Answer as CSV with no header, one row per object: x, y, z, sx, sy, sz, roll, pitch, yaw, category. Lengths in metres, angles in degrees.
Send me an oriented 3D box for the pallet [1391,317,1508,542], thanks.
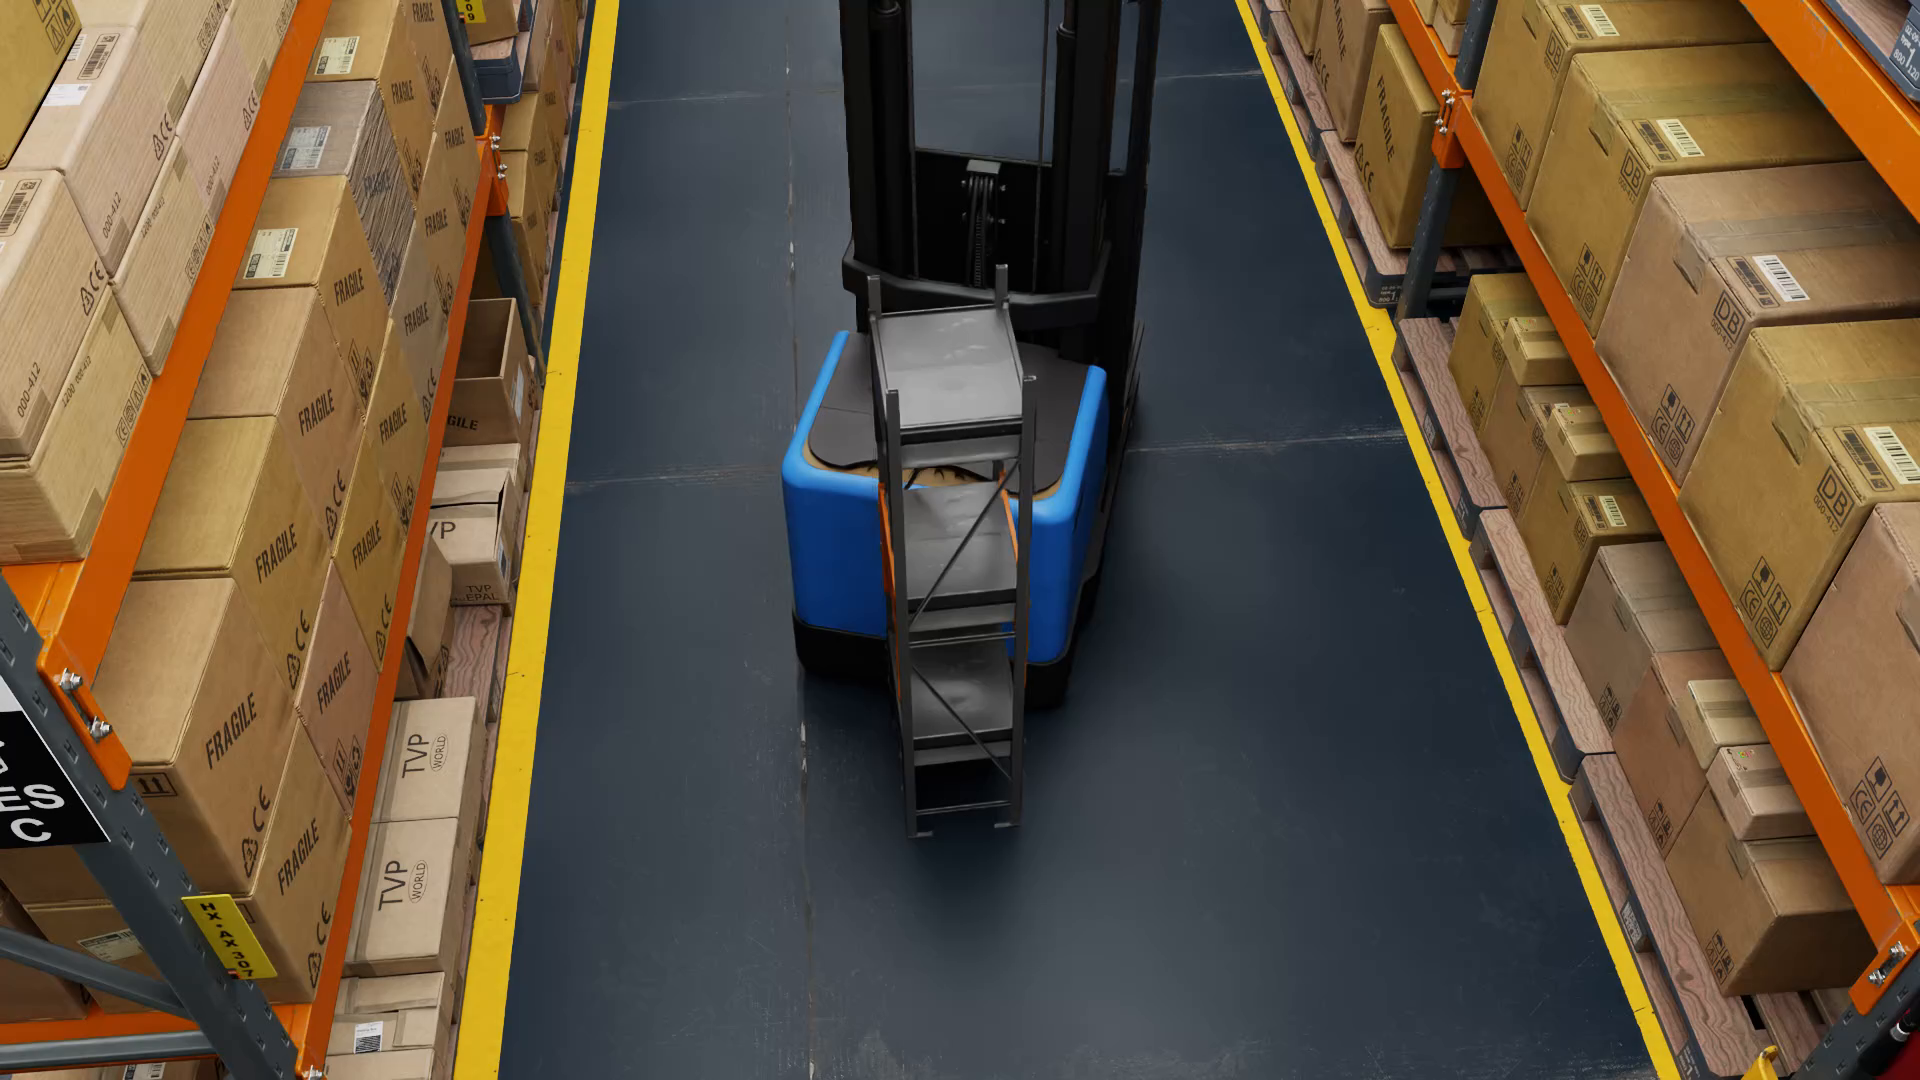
2.534,-0.528,7.241,1.003,0.211,1.213,-3,47,-3,pallet

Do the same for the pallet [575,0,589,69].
-2.698,-3.131,9.706,1.003,0.211,1.213,-3,47,-3,pallet

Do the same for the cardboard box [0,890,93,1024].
-2.362,0.814,3.981,0.500,0.500,0.500,-2,47,-2,cardboard box

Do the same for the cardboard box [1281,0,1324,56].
2.211,-3.167,9.011,0.750,0.750,0.750,-4,47,-3,cardboard box

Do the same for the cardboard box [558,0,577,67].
-2.367,-2.887,8.973,0.500,0.500,0.500,-5,47,-5,cardboard box

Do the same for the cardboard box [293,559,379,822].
-1.876,0.412,4.362,0.500,0.500,0.500,-4,47,-4,cardboard box

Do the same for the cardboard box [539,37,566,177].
-2.276,-2.142,8.268,0.500,0.500,0.500,-3,47,-3,cardboard box

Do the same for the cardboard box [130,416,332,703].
-1.879,0.063,4.003,0.500,0.500,0.500,-3,47,-3,cardboard box

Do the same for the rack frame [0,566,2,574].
-2.053,-0.907,1.548,1.000,3.000,0.127,-3,47,-3,rack frame

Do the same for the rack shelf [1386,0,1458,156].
2.381,-3.242,8.386,1.077,0.370,4.000,-3,47,-3,rack shelf

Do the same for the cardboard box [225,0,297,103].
-1.963,-1.297,4.086,0.500,0.250,0.500,-3,47,-3,cardboard box

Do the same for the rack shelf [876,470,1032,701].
-0.025,0.146,5.319,0.431,0.518,0.480,-6,47,-5,rack shelf

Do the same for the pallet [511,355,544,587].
-2.331,-0.282,7.009,1.003,0.211,1.213,-3,47,-3,pallet

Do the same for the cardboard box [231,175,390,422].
-1.959,-0.667,4.695,0.500,0.500,0.500,-4,47,-4,cardboard box

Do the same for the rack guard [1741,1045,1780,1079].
2.885,1.729,4.905,1.175,0.500,0.348,-3,47,-3,rack guard

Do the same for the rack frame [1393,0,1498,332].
2.548,-2.042,6.754,1.000,3.000,0.127,-3,47,-3,rack frame

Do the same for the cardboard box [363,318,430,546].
-1.955,-0.314,5.049,0.500,0.500,0.500,-3,47,-3,cardboard box

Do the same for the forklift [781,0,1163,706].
0.183,-1.479,6.269,1.130,2.935,3.031,9,47,8,forklift

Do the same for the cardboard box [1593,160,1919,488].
2.704,-0.697,5.274,0.980,0.700,0.700,-6,47,-5,cardboard box

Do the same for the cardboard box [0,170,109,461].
-1.837,-0.383,2.877,0.500,0.250,0.500,-3,47,-3,cardboard box

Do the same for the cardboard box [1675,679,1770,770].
2.510,0.577,5.260,0.380,0.149,0.250,-2,47,-2,cardboard box

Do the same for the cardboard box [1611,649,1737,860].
2.683,0.705,5.585,0.700,0.500,0.500,-4,47,-3,cardboard box

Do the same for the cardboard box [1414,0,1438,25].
2.193,-2.371,7.225,0.380,0.149,0.250,-3,47,-3,cardboard box

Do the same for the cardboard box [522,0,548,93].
-2.269,-2.376,7.973,0.500,0.250,0.500,-3,47,-3,cardboard box

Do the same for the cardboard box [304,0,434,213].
-2.042,-1.396,5.385,0.500,0.500,0.500,-4,47,-4,cardboard box

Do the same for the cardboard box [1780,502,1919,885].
2.830,0.381,4.253,0.980,0.700,0.700,-2,47,-1,cardboard box

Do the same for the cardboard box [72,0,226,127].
-1.920,-1.107,3.562,0.500,0.250,0.500,-3,47,-3,cardboard box

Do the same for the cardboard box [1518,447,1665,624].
2.588,-0.044,6.295,0.700,0.500,0.500,-3,47,-2,cardboard box

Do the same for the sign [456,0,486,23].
-1.848,-2.074,6.189,0.100,0.325,0.005,-3,47,-3,sign

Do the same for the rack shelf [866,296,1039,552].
-0.028,-0.335,4.811,0.431,0.518,0.480,-6,47,-5,rack shelf

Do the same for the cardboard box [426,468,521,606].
-1.995,-0.027,6.395,0.500,0.311,0.500,-3,47,-3,cardboard box

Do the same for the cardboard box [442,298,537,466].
-2.057,-0.635,6.840,0.500,0.500,0.500,-3,47,-3,cardboard box

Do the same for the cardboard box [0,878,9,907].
-2.364,0.472,3.616,0.500,0.500,0.500,-4,47,-4,cardboard box

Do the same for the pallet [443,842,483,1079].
-2.127,1.483,5.337,1.003,0.211,1.213,-3,47,-3,pallet

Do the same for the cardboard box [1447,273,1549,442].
2.509,-0.779,6.991,0.700,0.500,0.500,-3,47,-3,cardboard box

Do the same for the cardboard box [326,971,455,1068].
-1.766,1.474,5.073,0.380,0.166,0.250,-3,47,-3,cardboard box

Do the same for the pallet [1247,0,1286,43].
2.204,-3.402,9.963,1.003,0.211,1.213,-3,47,-3,pallet

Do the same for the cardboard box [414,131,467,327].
-2.046,-1.053,5.749,0.500,0.500,0.500,-2,47,-2,cardboard box

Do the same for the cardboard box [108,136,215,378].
-1.872,-0.574,3.401,0.500,0.250,0.500,-3,47,-3,cardboard box

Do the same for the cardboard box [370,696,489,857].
-1.899,0.816,5.638,0.500,0.250,0.500,-3,47,-3,cardboard box

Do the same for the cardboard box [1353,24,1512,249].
2.364,-1.909,7.820,0.750,0.750,0.750,-3,47,-3,cardboard box

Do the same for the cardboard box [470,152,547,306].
-2.185,-1.395,7.560,0.500,0.500,0.500,-5,47,-5,cardboard box

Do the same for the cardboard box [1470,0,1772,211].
2.577,-1.752,6.273,0.980,0.700,0.700,-3,47,-3,cardboard box

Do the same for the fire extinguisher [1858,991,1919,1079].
2.436,1.144,4.047,0.296,0.674,0.183,-3,47,-3,fire extinguisher

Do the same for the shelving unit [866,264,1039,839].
-0.025,0.137,5.309,0.431,2.100,0.503,-6,47,-5,shelving unit

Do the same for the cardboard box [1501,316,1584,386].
2.355,-0.744,6.510,0.380,0.149,0.250,-2,47,-2,cardboard box

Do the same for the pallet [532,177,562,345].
-2.494,-1.365,8.034,1.003,0.211,1.213,-3,47,-3,pallet

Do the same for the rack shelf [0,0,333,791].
-2.220,-1.075,4.268,1.077,0.370,4.000,-3,47,-3,rack shelf

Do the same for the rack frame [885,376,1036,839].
0.008,0.312,5.143,0.400,2.100,0.015,-6,47,-5,rack frame

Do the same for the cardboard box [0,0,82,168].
-2.070,-0.991,2.936,0.700,0.500,0.500,-3,47,-3,cardboard box

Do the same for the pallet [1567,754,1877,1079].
2.738,1.237,5.569,1.003,0.211,1.213,-3,47,-3,pallet
